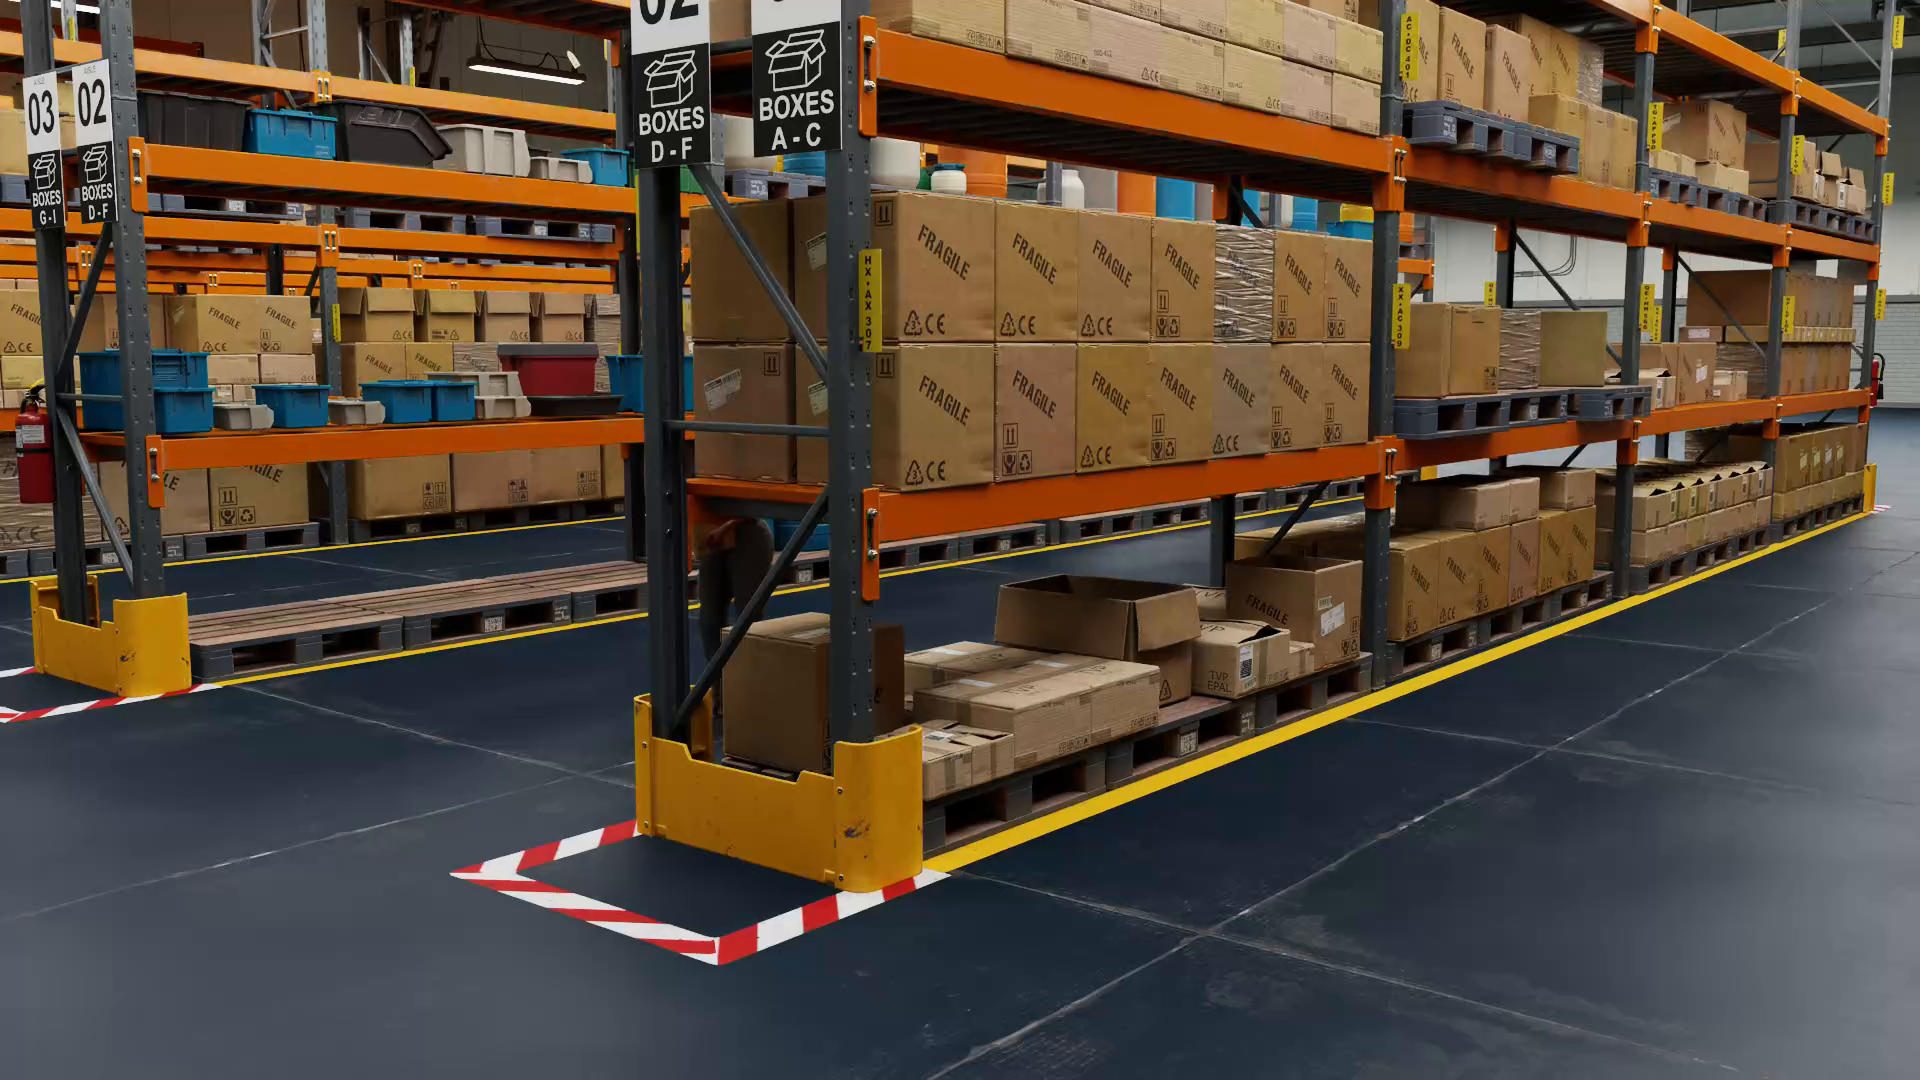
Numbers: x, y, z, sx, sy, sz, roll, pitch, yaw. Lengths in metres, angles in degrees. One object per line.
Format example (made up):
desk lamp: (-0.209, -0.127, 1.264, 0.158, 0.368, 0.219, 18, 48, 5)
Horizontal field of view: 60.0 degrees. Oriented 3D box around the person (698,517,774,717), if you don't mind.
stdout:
person: (-1.109, 0.045, 7.888, 0.456, 1.655, 0.507, 5, 9, 38)
